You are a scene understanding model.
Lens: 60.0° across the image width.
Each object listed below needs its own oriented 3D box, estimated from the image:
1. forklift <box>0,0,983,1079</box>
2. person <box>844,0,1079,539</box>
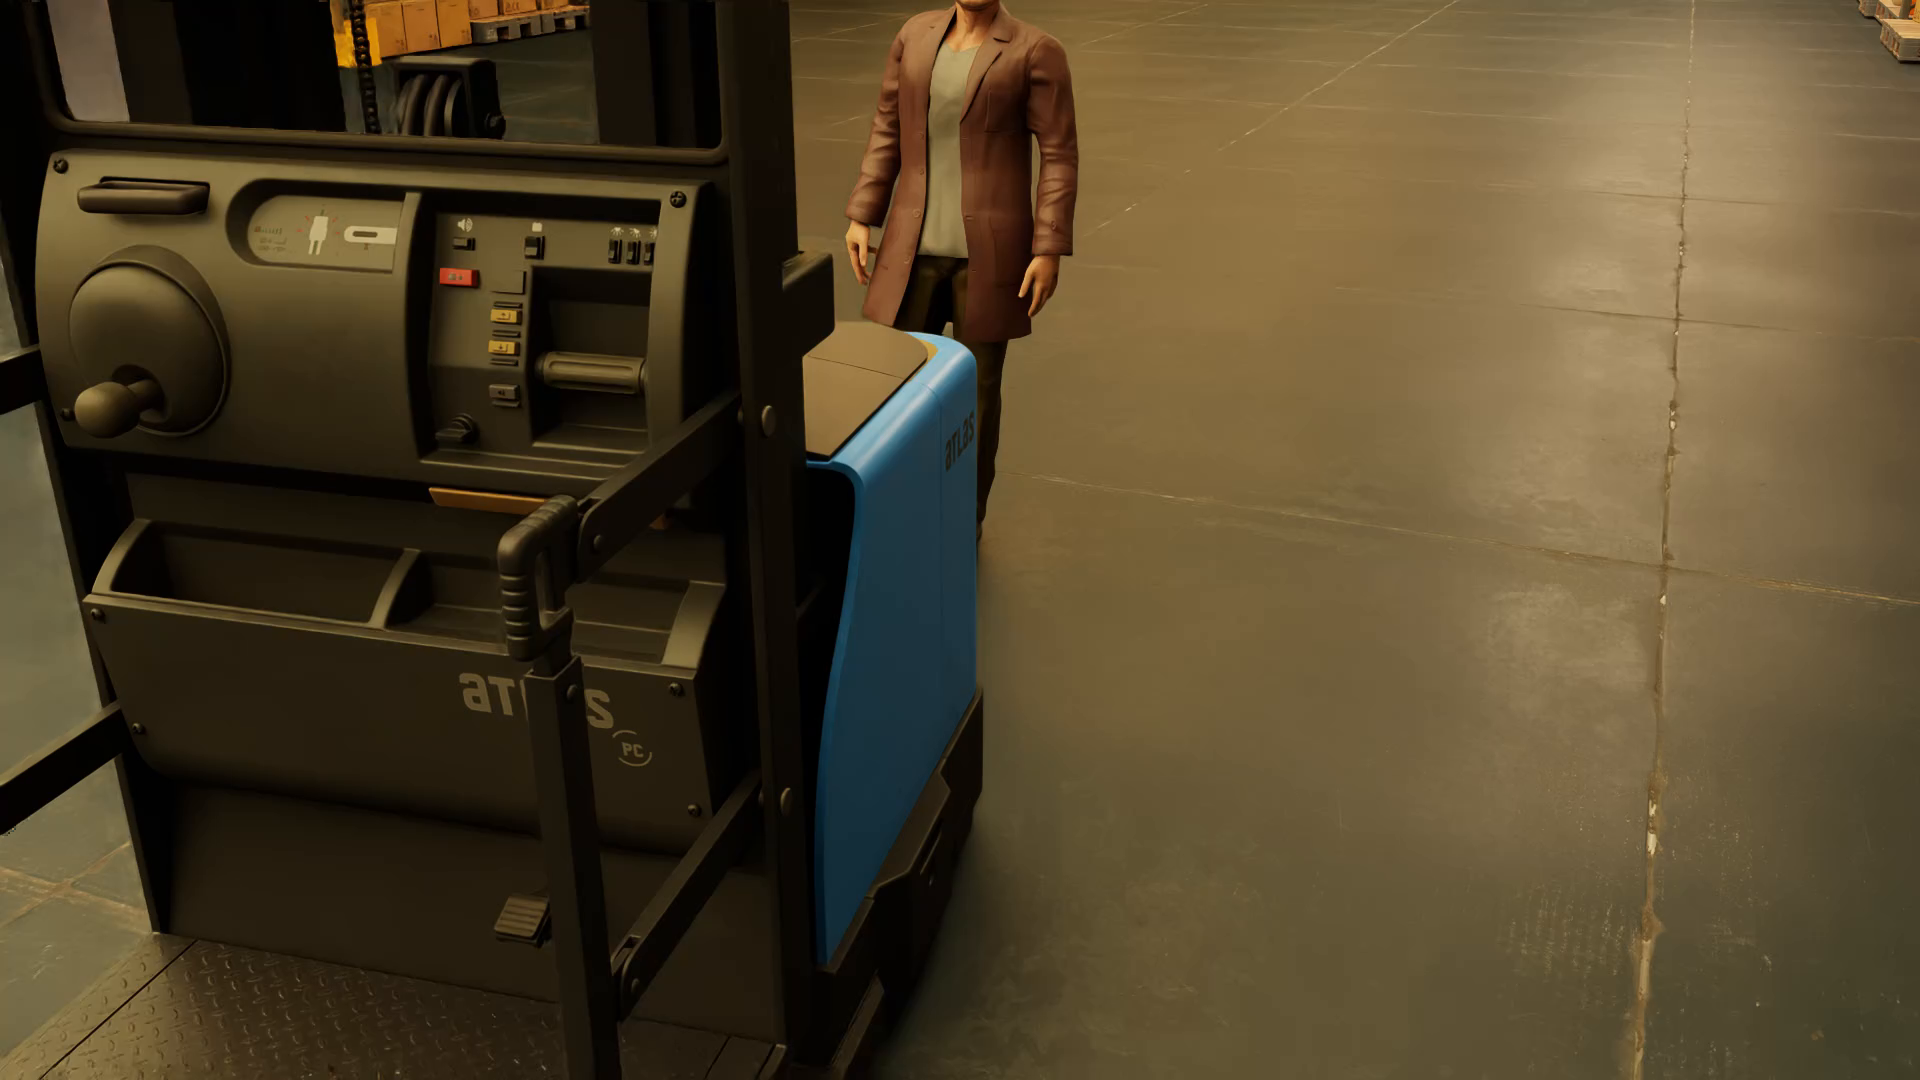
[{"bbox_3d":[-0.823,-0.266,1.928,1.130,2.935,3.031,6,23,14],"label":"forklift"},{"bbox_3d":[-0.039,-0.795,4.670,0.696,1.778,0.579,9,24,21],"label":"person"}]
